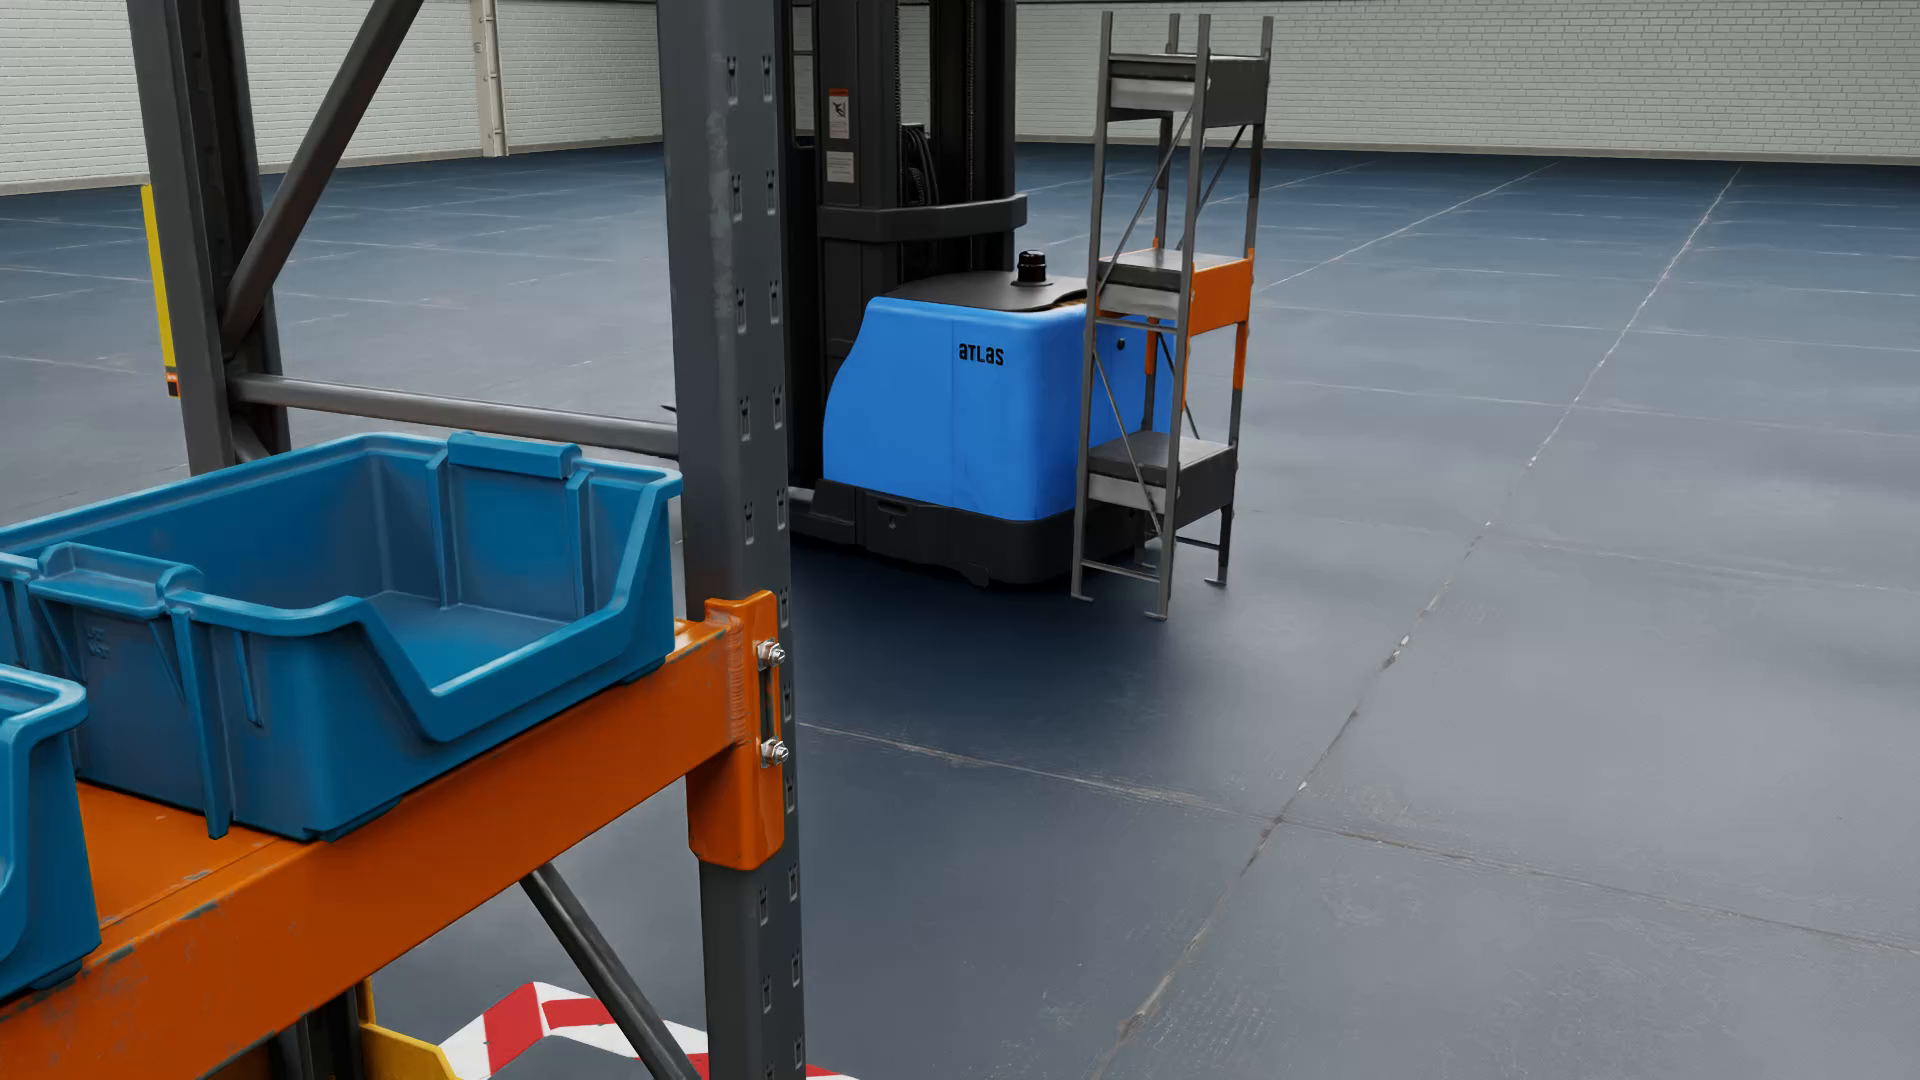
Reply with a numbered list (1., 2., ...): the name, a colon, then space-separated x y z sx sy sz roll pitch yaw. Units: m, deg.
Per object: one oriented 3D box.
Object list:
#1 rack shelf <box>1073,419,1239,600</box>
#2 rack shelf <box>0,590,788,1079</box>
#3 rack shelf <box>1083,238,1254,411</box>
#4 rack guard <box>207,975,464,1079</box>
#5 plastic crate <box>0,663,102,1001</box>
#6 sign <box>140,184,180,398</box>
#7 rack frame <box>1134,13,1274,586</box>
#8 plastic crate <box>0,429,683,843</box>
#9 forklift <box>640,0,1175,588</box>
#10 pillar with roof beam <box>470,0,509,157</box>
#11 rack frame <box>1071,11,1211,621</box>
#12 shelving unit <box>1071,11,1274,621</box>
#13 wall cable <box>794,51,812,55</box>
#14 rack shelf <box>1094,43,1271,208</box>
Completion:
1. rack shelf: 0.734 -0.126 6.236 0.431 0.518 0.480 13 21 32
2. rack shelf: -1.591 0.684 0.715 1.077 0.370 4.000 8 18 25
3. rack shelf: 0.754 -0.792 6.023 0.431 0.518 0.480 13 21 32
4. rack guard: -0.689 1.054 2.598 1.175 0.500 0.348 8 18 25
5. plastic crate: -0.949 0.232 1.237 0.499 0.251 0.408 8 18 25
6. sign: -1.188 -0.374 2.528 0.100 0.325 0.005 8 18 25
7. rack frame: 0.894 -0.862 6.211 0.400 2.100 0.015 13 21 32
8. plastic crate: -0.654 0.067 1.792 0.499 0.251 0.616 8 18 25
9. forklift: -0.571 -1.551 7.097 3.031 2.935 1.130 14 21 38
10. pillar with roof beam: -4.978 -11.070 28.490 9.100 9.000 0.400 8 18 25
11. rack frame: 0.616 -0.748 5.826 0.400 2.100 0.015 13 21 32
12. shelving unit: 0.755 -0.805 6.019 0.431 2.100 0.503 13 21 32
13. wall cable: -3.649 -12.240 37.882 3.097 2.526 0.112 8 18 25
14. rack shelf: 0.775 -1.458 5.809 0.431 0.518 0.480 13 21 32
